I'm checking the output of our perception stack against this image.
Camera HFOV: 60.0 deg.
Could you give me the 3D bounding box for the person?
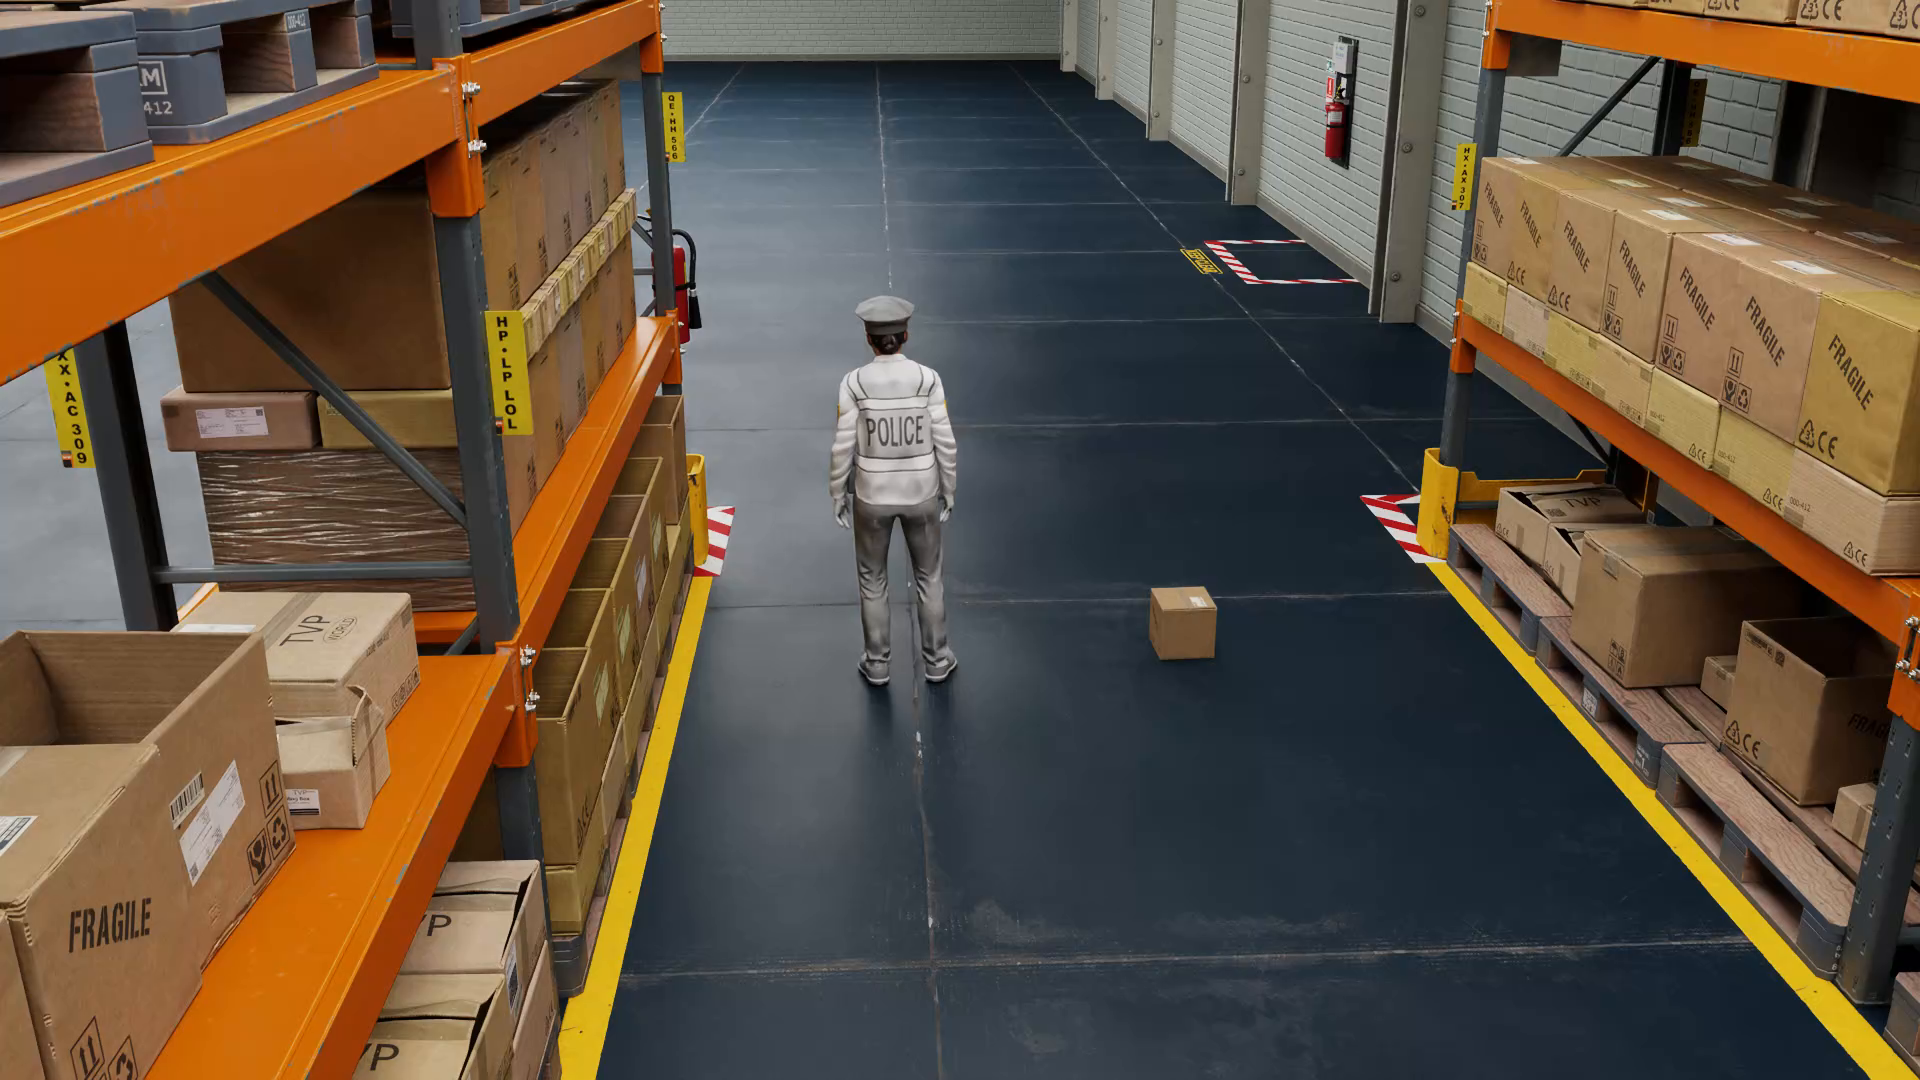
[{"bbox_3d":[-0.277,-0.182,7.054,0.548,1.667,0.369,-2,21,-6],"label":"person"}]
